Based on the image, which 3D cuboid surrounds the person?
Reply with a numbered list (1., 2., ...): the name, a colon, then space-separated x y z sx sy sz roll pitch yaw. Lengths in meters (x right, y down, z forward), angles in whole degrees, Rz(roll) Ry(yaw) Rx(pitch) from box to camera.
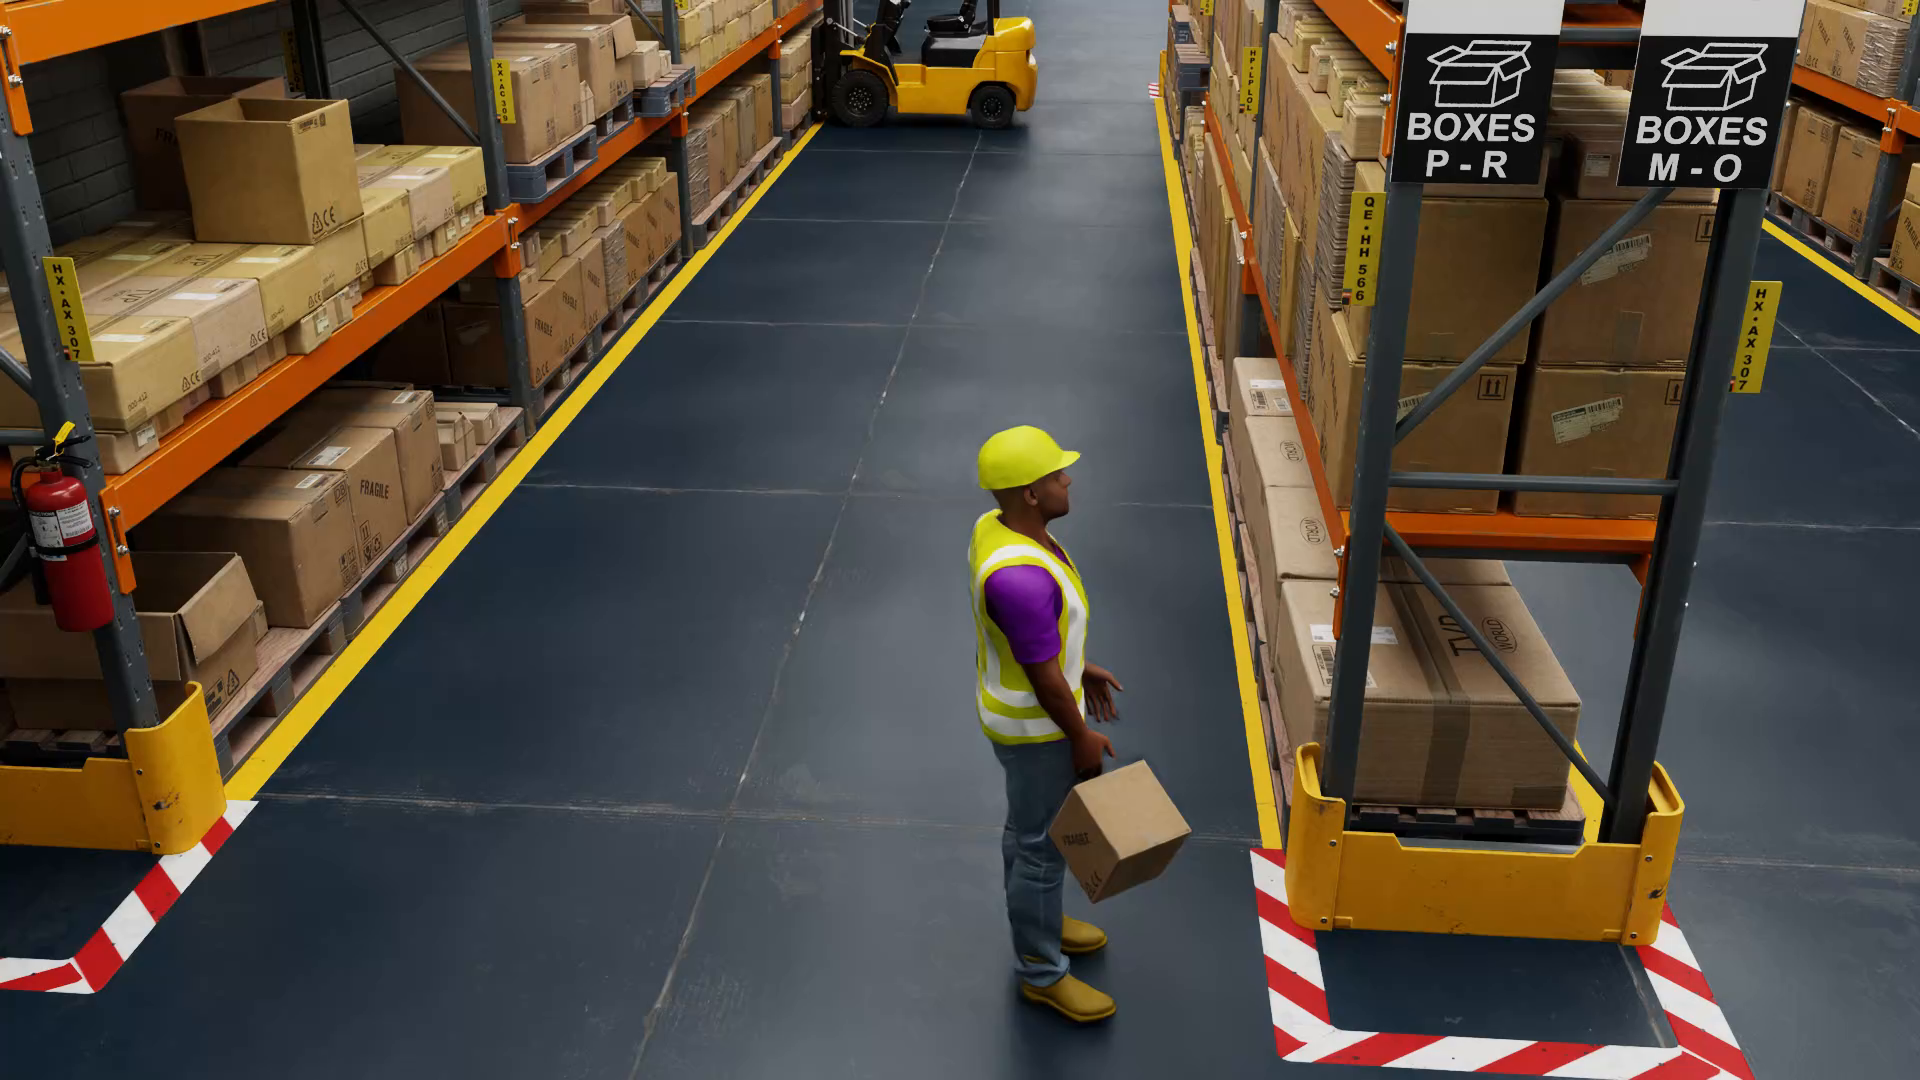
1. person: 0.267 0.523 4.881 0.476 1.777 0.605 -1 24 -3
